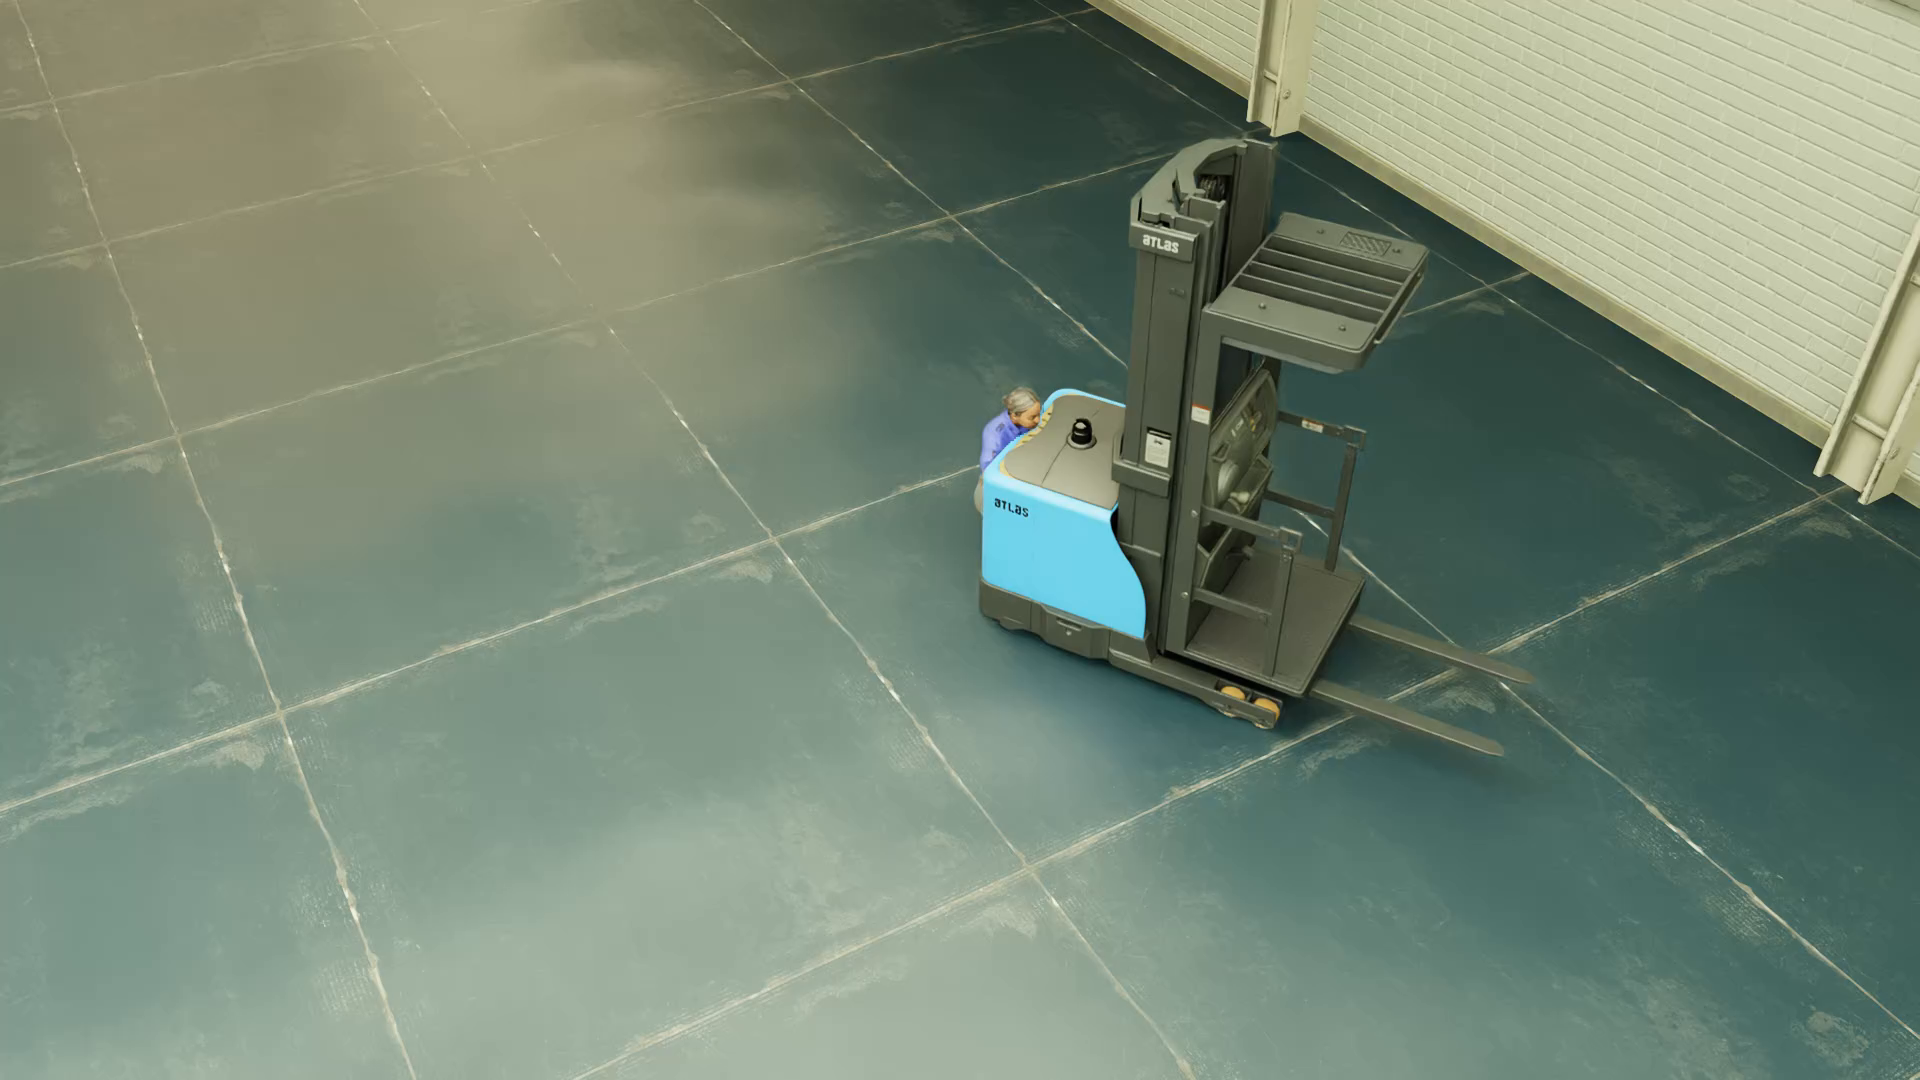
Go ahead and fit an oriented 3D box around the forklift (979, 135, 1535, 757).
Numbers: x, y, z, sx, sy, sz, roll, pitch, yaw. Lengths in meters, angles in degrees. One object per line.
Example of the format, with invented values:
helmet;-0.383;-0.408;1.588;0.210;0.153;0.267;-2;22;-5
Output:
forklift;1.654;-0.488;8.624;3.031;2.935;1.130;19;43;22

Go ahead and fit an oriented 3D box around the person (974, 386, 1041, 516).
person;0.487;-0.194;9.552;0.838;1.465;0.686;25;46;27
